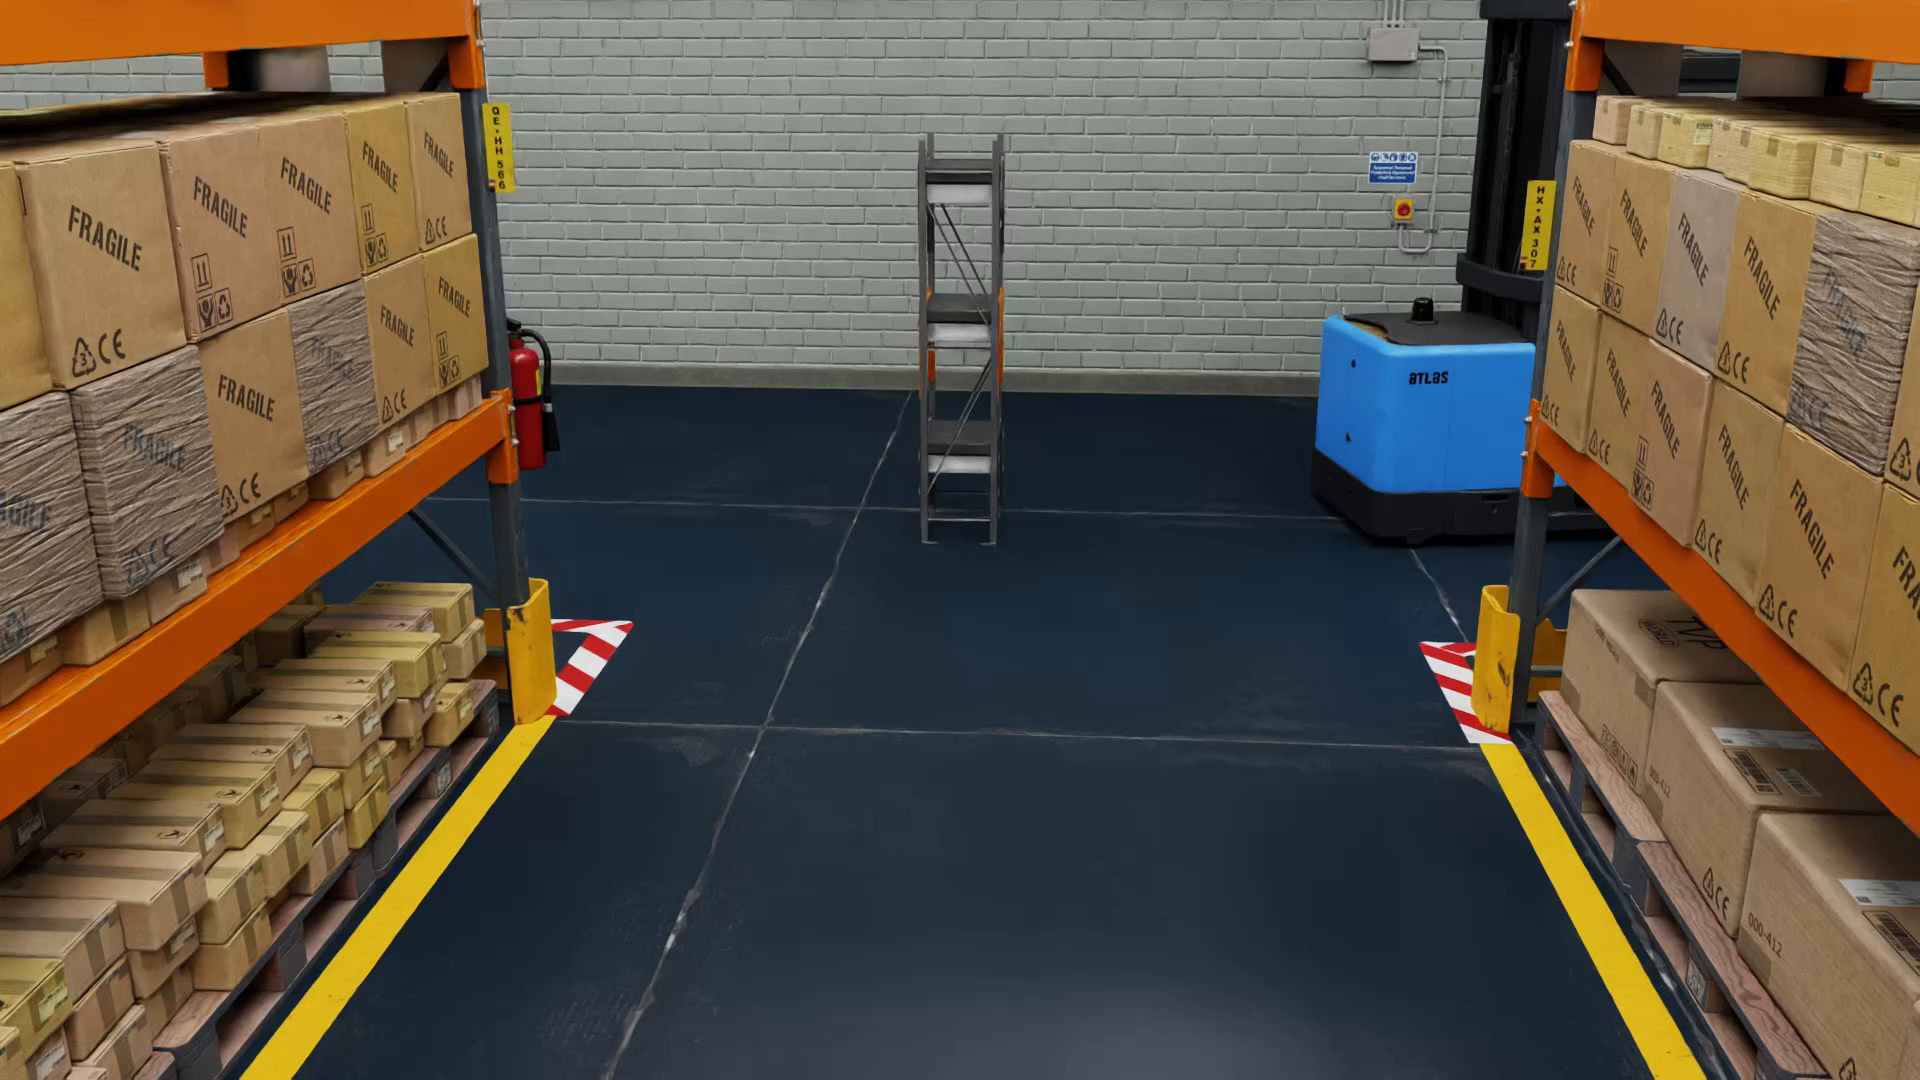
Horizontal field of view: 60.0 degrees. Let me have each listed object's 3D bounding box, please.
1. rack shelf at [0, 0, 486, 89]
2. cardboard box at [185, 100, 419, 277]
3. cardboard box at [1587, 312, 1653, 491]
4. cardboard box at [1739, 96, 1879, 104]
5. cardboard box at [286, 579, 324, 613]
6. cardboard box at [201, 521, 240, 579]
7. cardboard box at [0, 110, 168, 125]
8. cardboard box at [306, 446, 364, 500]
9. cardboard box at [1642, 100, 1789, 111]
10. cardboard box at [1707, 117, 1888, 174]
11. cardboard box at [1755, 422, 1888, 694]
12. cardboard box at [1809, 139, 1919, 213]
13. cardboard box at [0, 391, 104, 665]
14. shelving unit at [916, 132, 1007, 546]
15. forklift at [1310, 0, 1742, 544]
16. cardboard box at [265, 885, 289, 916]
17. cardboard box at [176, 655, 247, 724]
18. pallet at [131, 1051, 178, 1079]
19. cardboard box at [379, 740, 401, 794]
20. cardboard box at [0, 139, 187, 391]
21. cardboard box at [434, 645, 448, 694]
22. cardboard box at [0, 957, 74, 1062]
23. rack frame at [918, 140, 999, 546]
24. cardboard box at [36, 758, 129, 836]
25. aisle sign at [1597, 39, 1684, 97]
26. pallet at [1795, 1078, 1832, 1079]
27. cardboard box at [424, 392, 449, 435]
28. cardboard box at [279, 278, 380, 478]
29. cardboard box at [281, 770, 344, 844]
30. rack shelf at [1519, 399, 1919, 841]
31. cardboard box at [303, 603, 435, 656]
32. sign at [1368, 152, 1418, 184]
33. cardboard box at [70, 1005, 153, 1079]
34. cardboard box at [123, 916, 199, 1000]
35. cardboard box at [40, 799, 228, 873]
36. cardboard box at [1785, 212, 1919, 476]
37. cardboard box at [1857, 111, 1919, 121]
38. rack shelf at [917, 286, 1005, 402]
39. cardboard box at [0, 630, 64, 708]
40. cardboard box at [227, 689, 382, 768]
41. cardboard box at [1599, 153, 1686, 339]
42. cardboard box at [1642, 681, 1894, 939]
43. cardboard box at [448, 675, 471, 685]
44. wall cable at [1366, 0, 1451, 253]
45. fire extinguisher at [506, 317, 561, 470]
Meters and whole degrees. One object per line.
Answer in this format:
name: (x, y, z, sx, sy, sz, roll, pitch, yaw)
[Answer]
rack shelf: (-2.408, -1.236, 4.216, 1.077, 0.370, 4.000, 1, 18, 4)
cardboard box: (-2.086, -1.133, 5.319, 0.500, 0.500, 0.500, 1, 18, 2)
cardboard box: (2.350, -0.442, 5.293, 0.500, 0.500, 0.500, 1, 18, 3)
cardboard box: (2.854, -1.410, 5.600, 0.380, 0.149, 0.250, 2, 18, 5)
cardboard box: (-2.641, 0.254, 6.280, 0.380, 0.149, 0.250, 0, 18, 1)
cardboard box: (-2.186, 0.013, 4.470, 0.380, 0.149, 0.250, 2, 18, 6)
cardboard box: (-2.651, -0.986, 4.872, 0.500, 0.500, 0.500, 1, 18, 3)
cardboard box: (-2.108, -0.231, 5.215, 0.380, 0.149, 0.250, 0, 18, 1)
cardboard box: (2.430, -1.339, 5.383, 0.380, 0.149, 0.250, 2, 18, 5)
cardboard box: (2.330, -1.095, 4.641, 0.380, 0.149, 0.250, 1, 18, 4)
cardboard box: (2.224, 0.034, 3.841, 0.500, 0.500, 0.500, 1, 18, 3)
cardboard box: (2.255, -0.858, 3.917, 0.380, 0.149, 0.250, 1, 18, 4)
cardboard box: (-2.236, -0.022, 3.536, 0.500, 0.500, 0.500, 1, 18, 4)
shelving unit: (0.012, -1.049, 8.753, 0.431, 2.100, 0.503, 1, 18, 4)
forklift: (3.587, -1.567, 8.997, 3.031, 2.935, 1.130, -3, 18, -8)
cardboard box: (-2.210, 1.031, 4.864, 0.380, 0.149, 0.250, 2, 18, 5)
cardboard box: (-2.622, 0.496, 5.539, 0.380, 0.149, 0.250, 0, 18, 1)
pallet: (-2.539, 1.584, 3.749, 1.003, 0.211, 1.213, 1, 18, 4)
cardboard box: (-2.122, 0.789, 5.602, 0.380, 0.149, 0.250, 1, 18, 4)
cardboard box: (-2.187, -0.647, 3.837, 0.500, 0.500, 0.500, 2, 18, 5)
cardboard box: (-2.090, 0.490, 6.036, 0.380, 0.149, 0.250, 1, 18, 3)
cardboard box: (-2.272, 1.075, 3.774, 0.380, 0.149, 0.250, 1, 18, 3)
rack frame: (-0.006, -0.973, 8.522, 0.400, 2.100, 0.015, 1, 18, 4)
cardboard box: (-2.638, 0.743, 4.786, 0.380, 0.149, 0.250, 1, 18, 4)
aisle sign: (2.396, -1.959, 5.909, 0.394, 0.787, 0.004, 1, 18, 4)
pallet: (2.526, 1.638, 3.584, 1.003, 0.211, 1.213, 1, 18, 4)
cardboard box: (-2.062, -0.470, 5.945, 0.380, 0.149, 0.250, 1, 18, 4)
cardboard box: (-2.109, -0.500, 4.993, 0.500, 0.500, 0.500, 1, 18, 4)
cardboard box: (-2.115, 0.812, 5.054, 0.380, 0.149, 0.250, 2, 18, 7)
rack shelf: (2.536, 0.268, 4.442, 1.077, 0.370, 4.000, 1, 18, 4)
cardboard box: (-2.125, 0.346, 6.000, 0.380, 0.149, 0.250, 2, 18, 5)
sign: (3.017, -2.595, 11.591, 0.327, 0.218, 0.001, 1, 18, 4)
cardboard box: (-2.252, 1.277, 4.113, 0.380, 0.149, 0.250, 1, 18, 3)
cardboard box: (-2.231, 1.051, 4.324, 0.380, 0.149, 0.250, 2, 18, 6)
cardboard box: (-2.240, 0.830, 4.523, 0.380, 0.149, 0.250, 1, 18, 2)
cardboard box: (2.223, -0.443, 3.693, 0.500, 0.500, 0.500, 2, 18, 5)
cardboard box: (2.866, -1.171, 4.871, 0.380, 0.149, 0.250, 2, 18, 5)
rack shelf: (0.012, -1.036, 8.757, 0.431, 0.518, 0.480, 1, 18, 4)
cardboard box: (-2.268, 0.257, 3.724, 0.380, 0.149, 0.250, 0, 18, 1)
cardboard box: (-2.063, 0.592, 5.246, 0.380, 0.149, 0.250, 2, 18, 6)
cardboard box: (2.331, -0.914, 5.129, 0.500, 0.500, 0.500, 1, 18, 2)
cardboard box: (2.675, 0.815, 5.059, 0.875, 0.438, 0.875, 2, 18, 5)
cardboard box: (-2.095, 0.550, 6.333, 0.380, 0.149, 0.250, 2, 18, 5)
wall cable: (3.061, -2.944, 11.409, 0.585, 1.953, 0.123, 1, 18, 4)
fire extinguisher: (-1.786, -0.628, 6.745, 0.296, 0.674, 0.183, 1, 18, 4)
